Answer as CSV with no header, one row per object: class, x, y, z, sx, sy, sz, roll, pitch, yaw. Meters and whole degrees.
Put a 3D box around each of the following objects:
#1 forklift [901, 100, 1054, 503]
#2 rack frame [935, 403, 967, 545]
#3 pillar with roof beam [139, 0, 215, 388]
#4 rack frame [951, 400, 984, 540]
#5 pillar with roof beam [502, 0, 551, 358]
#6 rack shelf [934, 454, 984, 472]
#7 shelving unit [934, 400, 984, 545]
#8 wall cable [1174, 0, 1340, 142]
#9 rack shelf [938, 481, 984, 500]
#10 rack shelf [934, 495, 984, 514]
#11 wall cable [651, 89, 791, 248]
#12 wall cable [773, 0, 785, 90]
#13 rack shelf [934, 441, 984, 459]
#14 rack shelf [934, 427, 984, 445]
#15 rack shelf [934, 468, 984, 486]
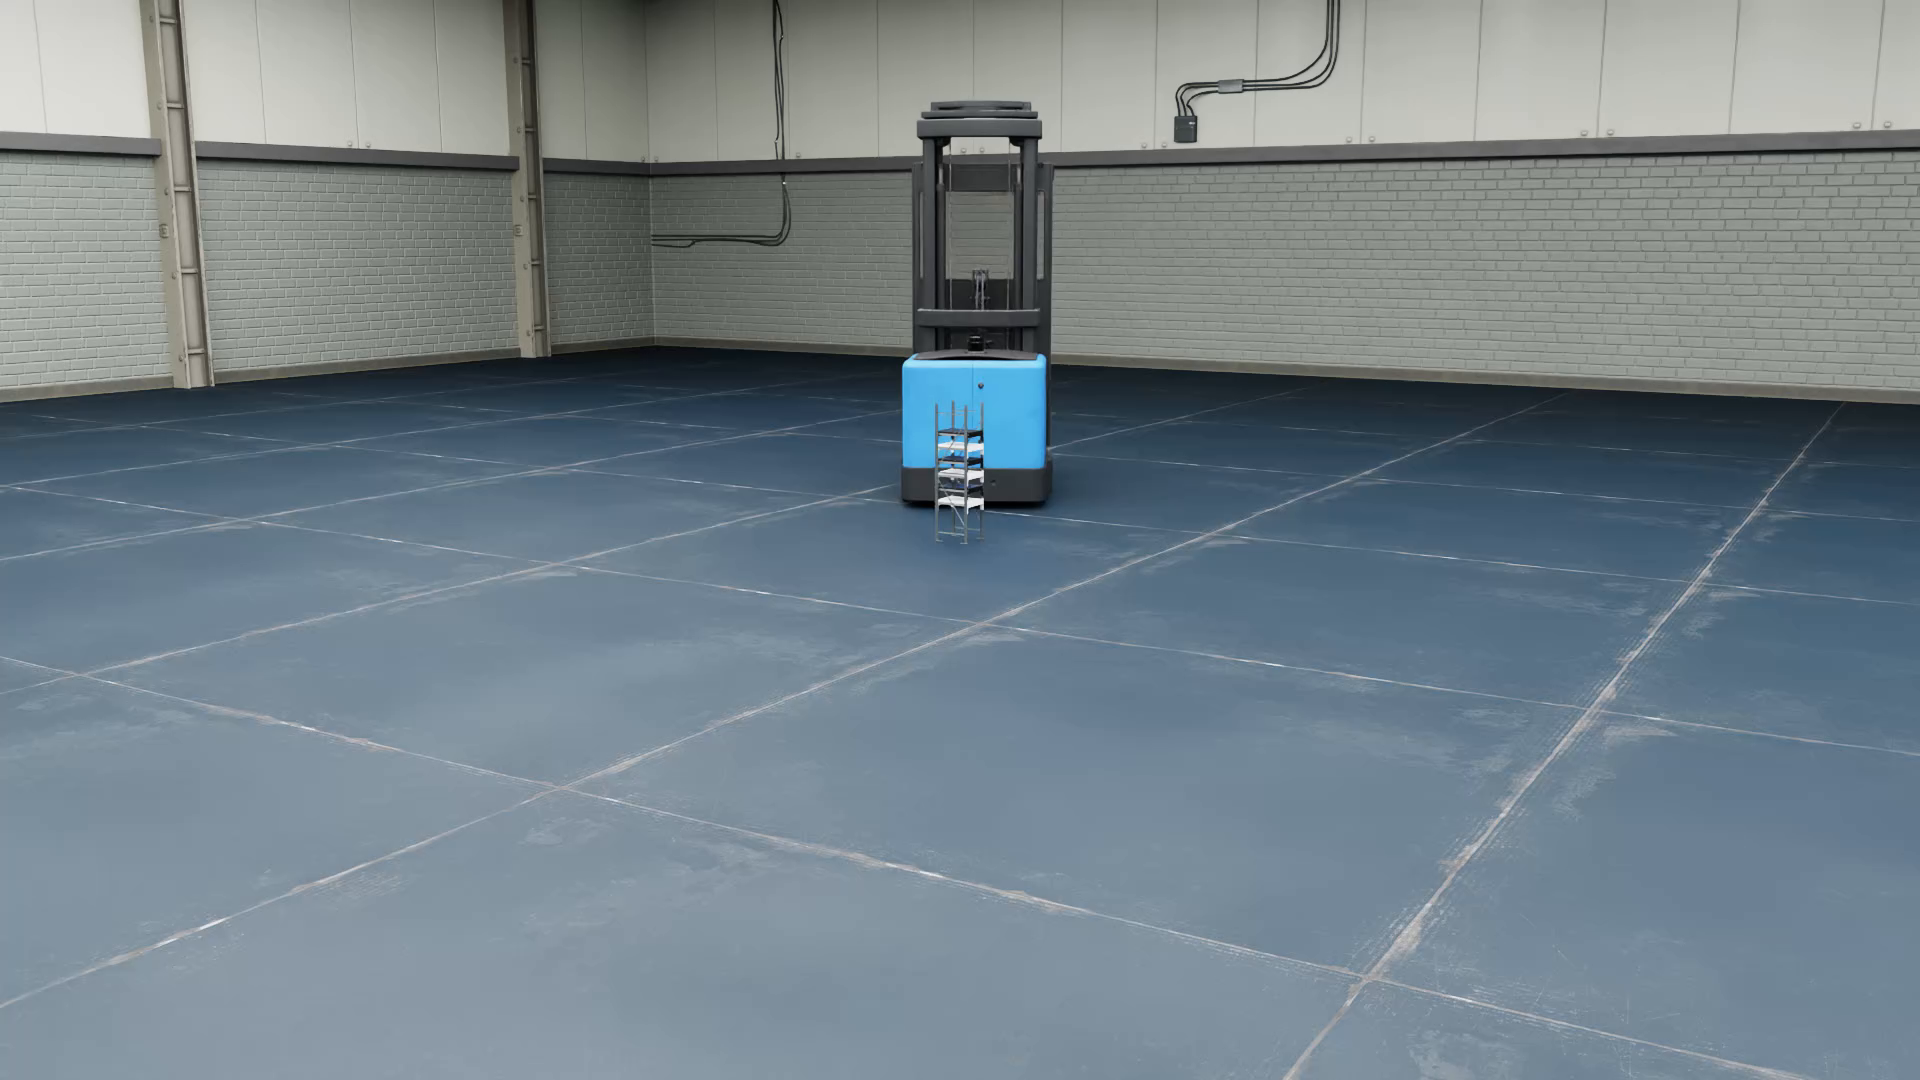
forklift,0.187,-1.927,13.194,1.130,2.935,3.031,1,11,4
rack frame,-0.057,-0.425,10.694,0.240,0.900,0.006,6,12,31
pillar with roof beam,-6.192,-5.988,18.401,9.100,9.000,0.400,6,12,31
rack frame,0.049,-0.457,10.864,0.240,0.900,0.006,6,12,31
pillar with roof beam,-3.076,-6.932,23.441,9.100,9.000,0.400,6,12,31
rack shelf,-0.004,-0.497,10.769,0.258,0.077,0.200,6,12,31
shelving unit,-0.004,-0.441,10.779,0.258,0.900,0.210,6,12,31
wall cable,4.009,-8.442,22.267,2.305,6.003,0.169,6,12,31
rack shelf,-0.004,-0.320,10.802,0.258,0.077,0.200,6,12,31
rack shelf,-0.004,-0.231,10.818,0.258,0.077,0.200,6,12,31
wall cable,-4.096,-6.154,27.724,3.097,2.526,0.112,6,12,31
wall cable,-1.784,-8.378,25.879,3.097,2.526,0.112,6,12,31
rack shelf,-0.004,-0.585,10.752,0.258,0.077,0.200,6,12,31
rack shelf,-0.004,-0.674,10.736,0.258,0.077,0.200,6,12,31
rack shelf,-0.004,-0.408,10.785,0.258,0.077,0.200,6,12,31
